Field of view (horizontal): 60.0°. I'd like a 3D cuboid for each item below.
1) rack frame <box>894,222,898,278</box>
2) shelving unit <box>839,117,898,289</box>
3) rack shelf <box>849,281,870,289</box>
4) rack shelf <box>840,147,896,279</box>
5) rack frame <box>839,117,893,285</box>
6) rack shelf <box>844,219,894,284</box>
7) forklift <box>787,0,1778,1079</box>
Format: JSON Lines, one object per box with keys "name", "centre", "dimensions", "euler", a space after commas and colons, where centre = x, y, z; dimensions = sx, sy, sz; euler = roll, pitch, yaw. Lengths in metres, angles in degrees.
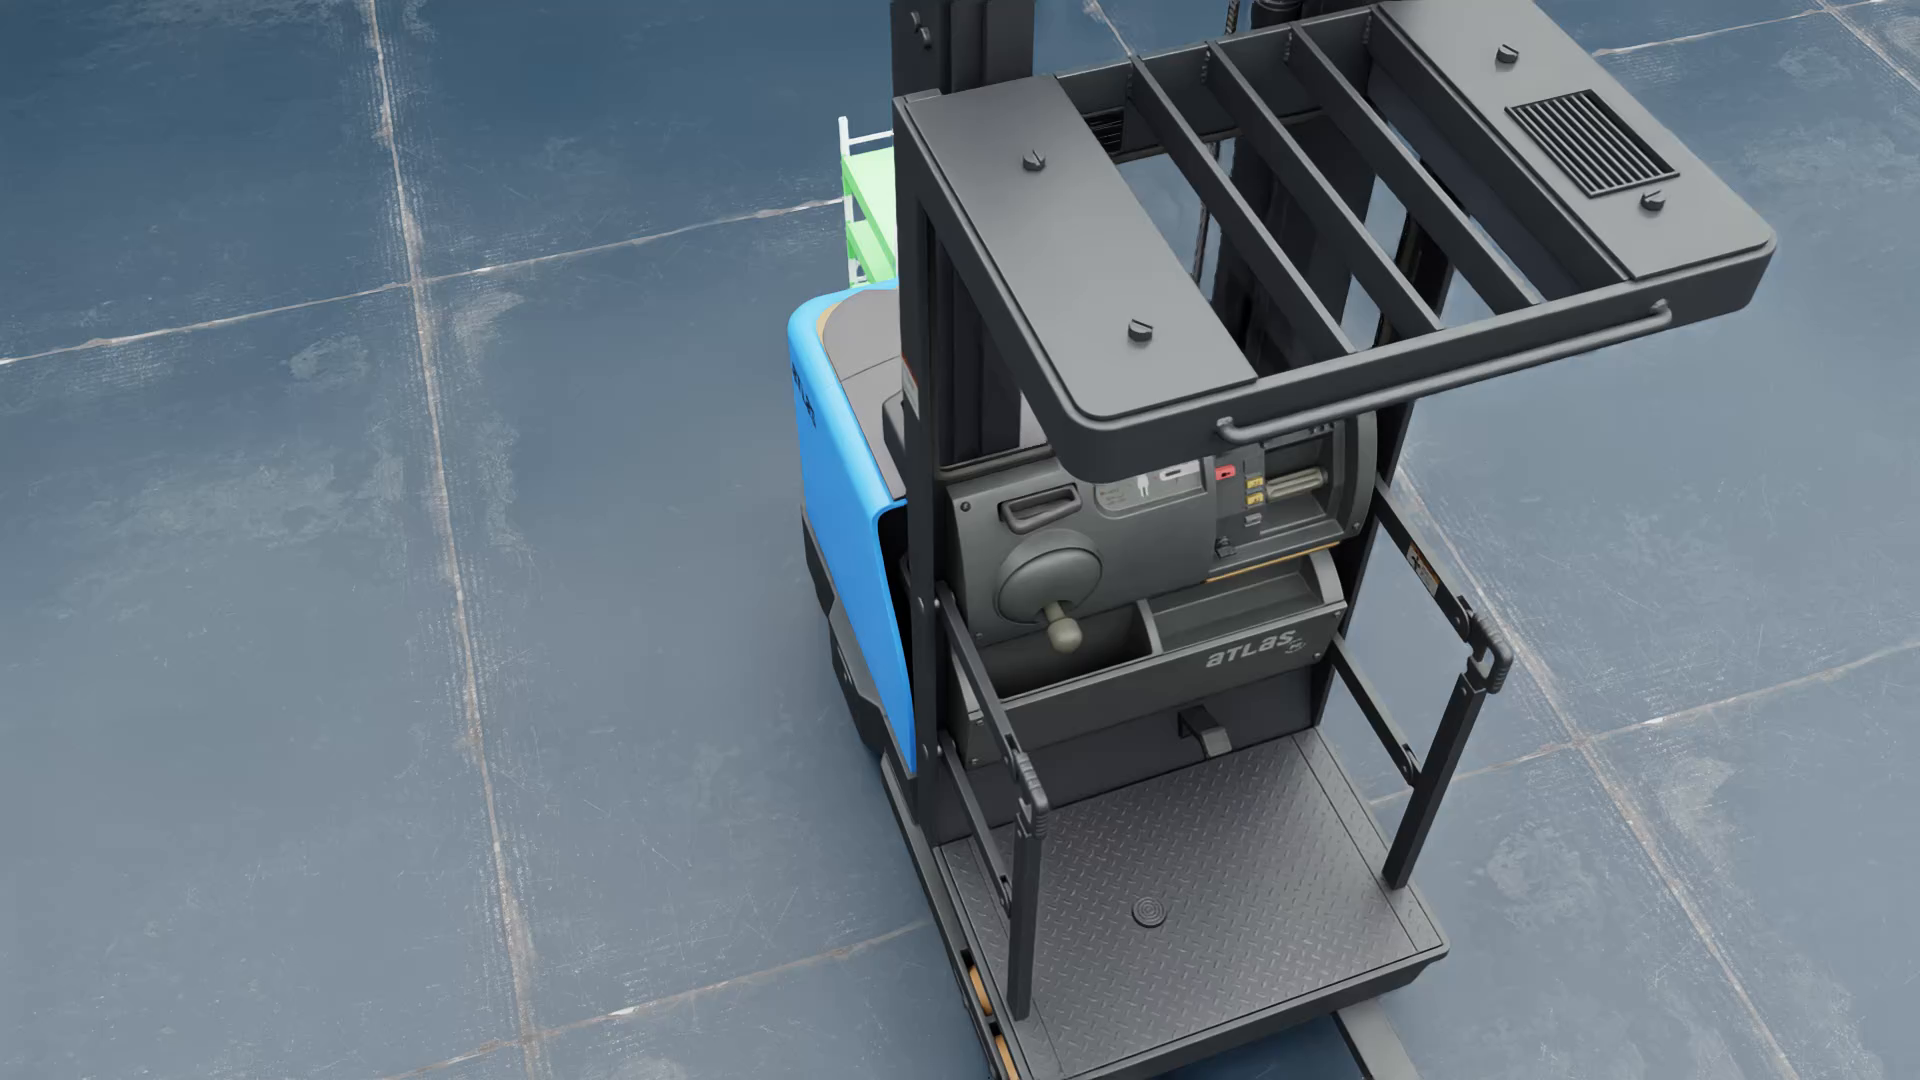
{"name": "rack frame", "centre": [-0.060, -0.476, 4.867], "dimensions": [0.240, 1.200, 0.015], "euler": [-15, 52, -13]}
{"name": "shelving unit", "centre": [-0.143, -0.652, 5.015], "dimensions": [0.258, 1.200, 0.503], "euler": [-15, 52, -13]}
{"name": "rack shelf", "centre": [-0.143, -0.611, 5.064], "dimensions": [0.258, 0.148, 0.480], "euler": [-15, 52, -13]}
{"name": "rack shelf", "centre": [-0.143, -0.920, 4.697], "dimensions": [0.258, 0.148, 0.480], "euler": [-15, 52, -13]}
{"name": "rack frame", "centre": [-0.226, -0.827, 5.163], "dimensions": [0.240, 1.200, 0.015], "euler": [-15, 52, -13]}
{"name": "rack shelf", "centre": [-0.143, -0.765, 4.880], "dimensions": [0.258, 0.148, 0.480], "euler": [-15, 52, -13]}
{"name": "forklift", "centre": [0.508, 0.058, 3.284], "dimensions": [1.130, 2.935, 3.031], "euler": [-15, 52, -13]}
